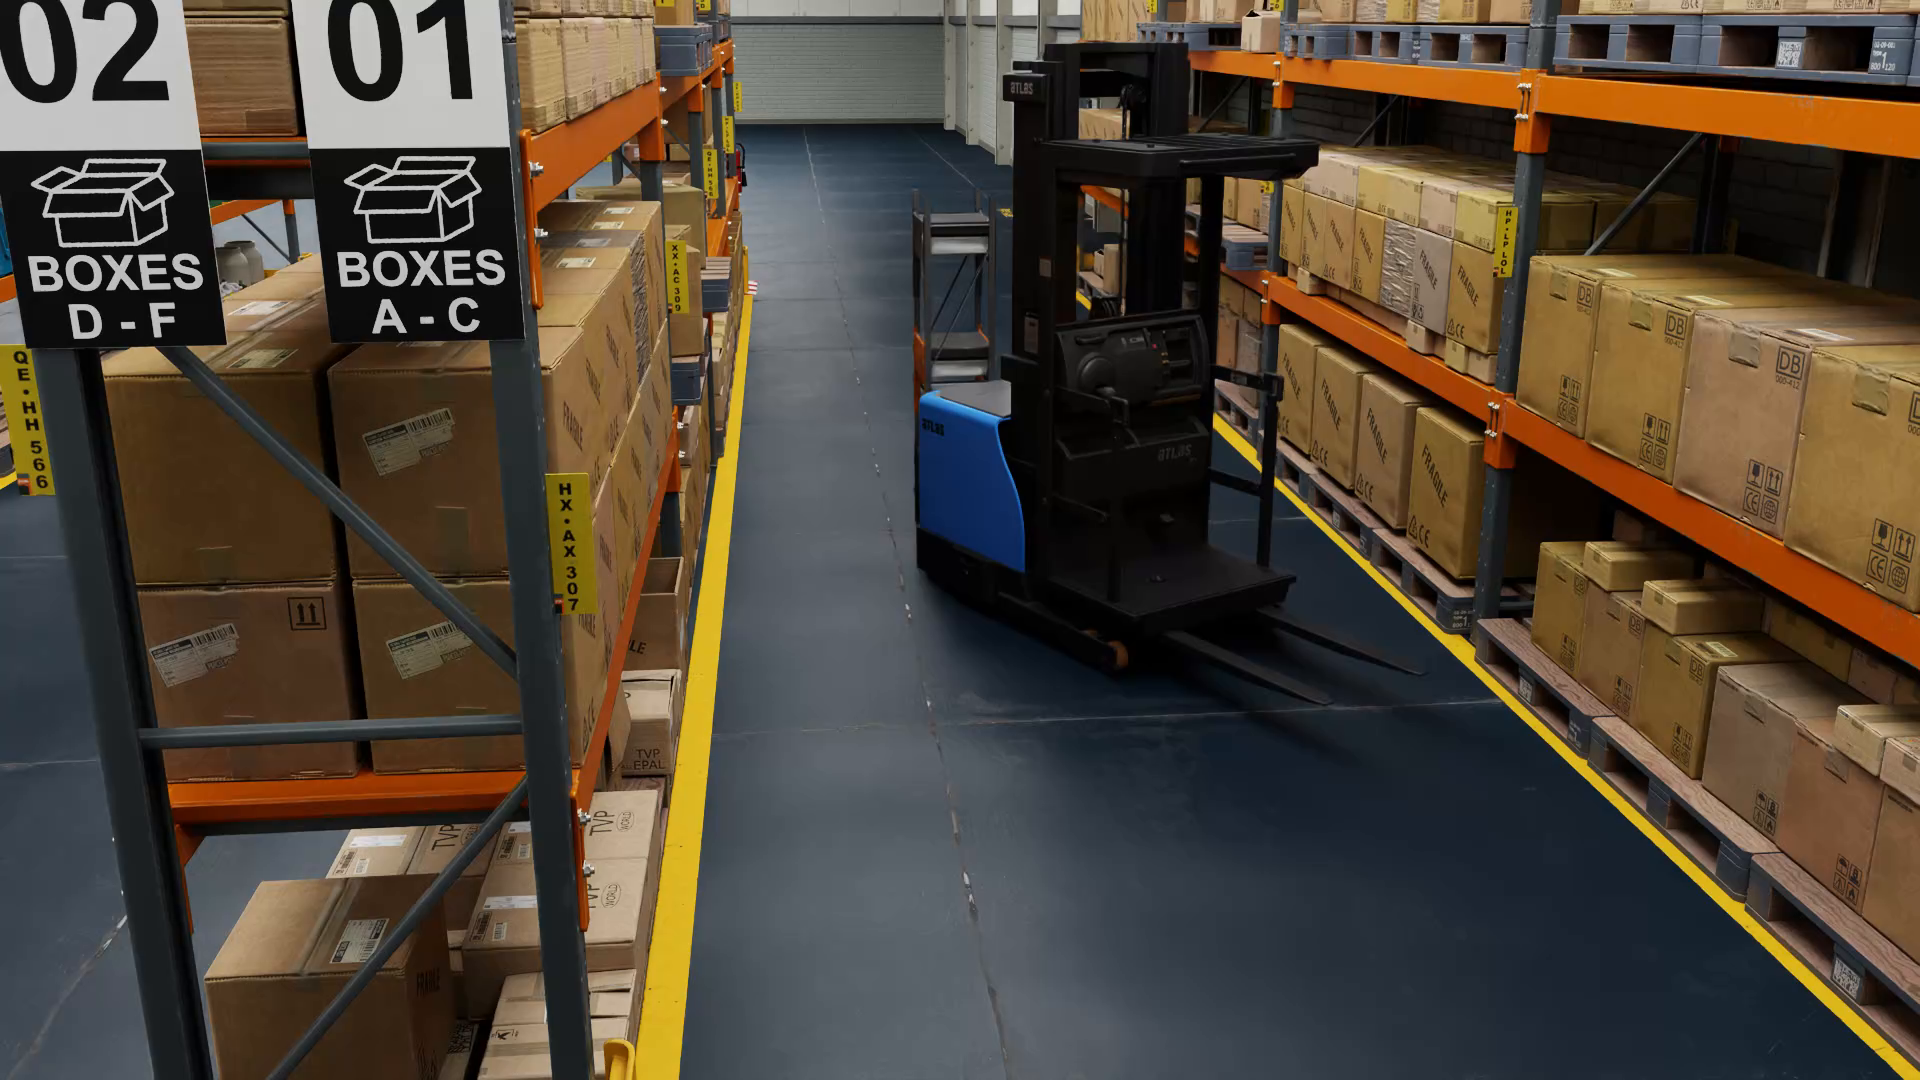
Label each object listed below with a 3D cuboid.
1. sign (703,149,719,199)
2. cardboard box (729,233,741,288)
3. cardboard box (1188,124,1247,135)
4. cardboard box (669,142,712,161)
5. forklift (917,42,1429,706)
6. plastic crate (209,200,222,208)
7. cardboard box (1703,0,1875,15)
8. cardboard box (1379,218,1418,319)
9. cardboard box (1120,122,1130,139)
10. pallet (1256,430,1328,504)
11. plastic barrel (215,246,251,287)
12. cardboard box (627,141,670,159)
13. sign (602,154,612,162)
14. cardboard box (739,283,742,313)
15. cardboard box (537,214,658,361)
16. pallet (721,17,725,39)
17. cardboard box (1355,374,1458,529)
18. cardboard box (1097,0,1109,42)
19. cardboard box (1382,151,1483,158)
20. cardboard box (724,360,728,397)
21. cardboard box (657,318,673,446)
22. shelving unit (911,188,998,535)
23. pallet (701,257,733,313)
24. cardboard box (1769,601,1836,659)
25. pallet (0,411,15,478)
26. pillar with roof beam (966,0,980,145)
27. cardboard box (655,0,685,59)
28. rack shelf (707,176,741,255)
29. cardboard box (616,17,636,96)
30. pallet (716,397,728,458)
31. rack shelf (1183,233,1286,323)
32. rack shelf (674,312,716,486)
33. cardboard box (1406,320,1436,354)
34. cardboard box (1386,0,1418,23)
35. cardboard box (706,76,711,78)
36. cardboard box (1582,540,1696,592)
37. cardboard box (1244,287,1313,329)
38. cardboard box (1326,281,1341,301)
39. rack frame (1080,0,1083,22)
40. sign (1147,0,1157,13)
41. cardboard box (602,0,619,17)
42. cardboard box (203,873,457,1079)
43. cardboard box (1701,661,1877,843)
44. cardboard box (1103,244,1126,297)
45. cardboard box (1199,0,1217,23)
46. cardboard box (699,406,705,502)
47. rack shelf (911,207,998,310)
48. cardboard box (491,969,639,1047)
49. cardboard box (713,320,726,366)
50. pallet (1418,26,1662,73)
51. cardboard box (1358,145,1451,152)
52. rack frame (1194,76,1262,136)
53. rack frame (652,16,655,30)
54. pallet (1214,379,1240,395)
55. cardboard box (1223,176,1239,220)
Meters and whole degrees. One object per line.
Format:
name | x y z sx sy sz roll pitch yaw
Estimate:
sign | -1.691 -2.477 11.259 0.100 0.325 0.005 -2 18 -6
cardboard box | -2.482 -2.827 16.811 0.500 0.500 0.500 -2 18 -6
cardboard box | 2.444 -3.731 16.019 0.500 0.500 0.500 -2 18 -7
cardboard box | -2.477 -3.578 15.317 0.380 0.149 0.250 -2 18 -6
forklift | 0.999 -0.906 8.170 1.130 2.935 3.031 -12 21 -32
plastic crate | -7.429 -3.295 16.018 0.450 0.188 0.662 -2 18 -6
cardboard box | 3.018 -1.994 5.896 0.500 0.250 0.500 -2 18 -7
cardboard box | 2.706 -1.536 9.365 0.500 0.500 0.500 -2 18 -6
cardboard box | 1.871 -3.865 16.444 0.500 0.500 0.500 -2 18 -6
pallet | 2.704 -0.530 11.512 1.003 0.211 1.213 -2 18 -6
plastic barrel | -7.786 -2.845 17.684 0.421 0.512 0.421 0 17 0
cardboard box | -2.907 -3.640 15.514 0.380 0.149 0.250 -2 18 -7
sign | -3.194 -3.568 14.957 0.100 0.325 0.005 -2 18 -6
cardboard box | -2.481 -2.469 16.924 0.500 0.250 0.500 -2 18 -6
cardboard box | -1.452 -0.981 6.458 0.500 0.500 0.500 -2 18 -7
pallet | -2.879 -5.140 16.681 1.003 0.211 1.213 -2 18 -6
cardboard box | 2.819 -0.535 9.760 0.750 0.750 0.750 -1 17 -4
cardboard box | 1.735 -5.546 17.627 0.500 0.500 0.500 -1 17 -3
cardboard box | 3.052 -2.373 10.778 0.500 0.250 0.500 -2 18 -7
cardboard box | -2.104 -1.301 13.203 0.500 0.250 0.500 -2 18 -7
cardboard box | -1.510 -0.658 7.099 0.500 0.500 0.500 -1 17 -5
shelving unit | -0.038 -0.969 9.758 0.431 2.100 0.503 -3 18 -8
pallet | -2.090 -1.652 10.751 1.213 0.211 1.003 -2 18 -6
cardboard box | 3.404 0.341 6.471 0.380 0.149 0.250 -2 18 -7
pallet | -7.198 -0.693 12.031 1.003 0.211 1.213 -2 18 -6
pillar with roof beam | -3.953 -14.179 40.316 9.100 9.000 0.400 -2 18 -6
cardboard box | -2.045 -2.986 9.506 0.910 0.500 0.500 -2 18 -6
rack shelf | -2.848 -3.388 17.160 1.077 0.370 4.000 -2 18 -6
cardboard box | -1.401 -1.676 5.751 0.500 0.250 0.500 -2 18 -6
pallet | -2.276 -0.859 12.561 1.003 0.211 1.213 -2 18 -6
rack shelf | 2.491 -2.350 13.855 1.077 0.370 4.000 -2 18 -6
rack shelf | -2.023 -1.004 9.568 1.077 0.370 4.000 -2 18 -6
cardboard box | 2.676 -1.117 9.114 0.380 0.149 0.250 -2 18 -6
cardboard box | 2.955 -3.322 9.841 0.700 0.500 0.500 -1 17 -3
cardboard box | -2.954 -4.682 17.748 0.700 0.500 0.500 -2 18 -7
cardboard box | 2.939 0.111 7.205 0.380 0.149 0.250 -1 17 -4
cardboard box | 2.575 -1.857 13.271 0.500 0.250 0.500 -1 17 -5
cardboard box | 2.610 -1.653 10.822 0.380 0.149 0.250 -2 18 -6
rack frame | 1.872 -7.343 18.543 1.000 3.000 0.127 -2 18 -6
sign | 1.746 -4.948 15.058 0.100 0.325 0.005 -2 18 -6
cardboard box | -1.349 -1.766 5.202 0.500 0.250 0.500 -2 18 -6
cardboard box | -1.706 1.269 4.567 0.500 0.500 0.500 -2 18 -6
cardboard box | 3.247 0.774 6.176 0.700 0.500 0.500 -2 18 -7
cardboard box | 1.939 -2.899 17.843 0.700 0.500 0.500 -3 18 -9
cardboard box | 2.325 -4.529 14.036 0.500 0.311 0.500 -1 17 -4
cardboard box | -1.847 -0.535 10.312 0.500 0.500 0.500 -2 18 -8
rack shelf | -0.038 -1.624 9.553 0.431 0.518 0.480 -3 18 -8
cardboard box | -1.132 1.372 4.794 0.380 0.166 0.250 -2 18 -6
cardboard box | -2.104 -1.573 13.131 0.500 0.311 0.500 -2 18 -7
pallet | 2.966 -2.517 8.498 0.805 0.209 1.217 -2 18 -8
cardboard box | 3.002 -2.527 11.270 0.500 0.250 0.500 -1 17 -4
rack frame | 2.285 -3.289 15.646 1.000 3.000 0.127 -2 18 -6
rack frame | -1.817 -3.614 6.664 1.000 3.000 0.127 -2 18 -6
pallet | 2.495 -1.362 14.164 1.003 0.211 1.213 -2 18 -6
cardboard box | 2.488 -2.865 13.394 0.700 0.500 0.500 -2 18 -6
